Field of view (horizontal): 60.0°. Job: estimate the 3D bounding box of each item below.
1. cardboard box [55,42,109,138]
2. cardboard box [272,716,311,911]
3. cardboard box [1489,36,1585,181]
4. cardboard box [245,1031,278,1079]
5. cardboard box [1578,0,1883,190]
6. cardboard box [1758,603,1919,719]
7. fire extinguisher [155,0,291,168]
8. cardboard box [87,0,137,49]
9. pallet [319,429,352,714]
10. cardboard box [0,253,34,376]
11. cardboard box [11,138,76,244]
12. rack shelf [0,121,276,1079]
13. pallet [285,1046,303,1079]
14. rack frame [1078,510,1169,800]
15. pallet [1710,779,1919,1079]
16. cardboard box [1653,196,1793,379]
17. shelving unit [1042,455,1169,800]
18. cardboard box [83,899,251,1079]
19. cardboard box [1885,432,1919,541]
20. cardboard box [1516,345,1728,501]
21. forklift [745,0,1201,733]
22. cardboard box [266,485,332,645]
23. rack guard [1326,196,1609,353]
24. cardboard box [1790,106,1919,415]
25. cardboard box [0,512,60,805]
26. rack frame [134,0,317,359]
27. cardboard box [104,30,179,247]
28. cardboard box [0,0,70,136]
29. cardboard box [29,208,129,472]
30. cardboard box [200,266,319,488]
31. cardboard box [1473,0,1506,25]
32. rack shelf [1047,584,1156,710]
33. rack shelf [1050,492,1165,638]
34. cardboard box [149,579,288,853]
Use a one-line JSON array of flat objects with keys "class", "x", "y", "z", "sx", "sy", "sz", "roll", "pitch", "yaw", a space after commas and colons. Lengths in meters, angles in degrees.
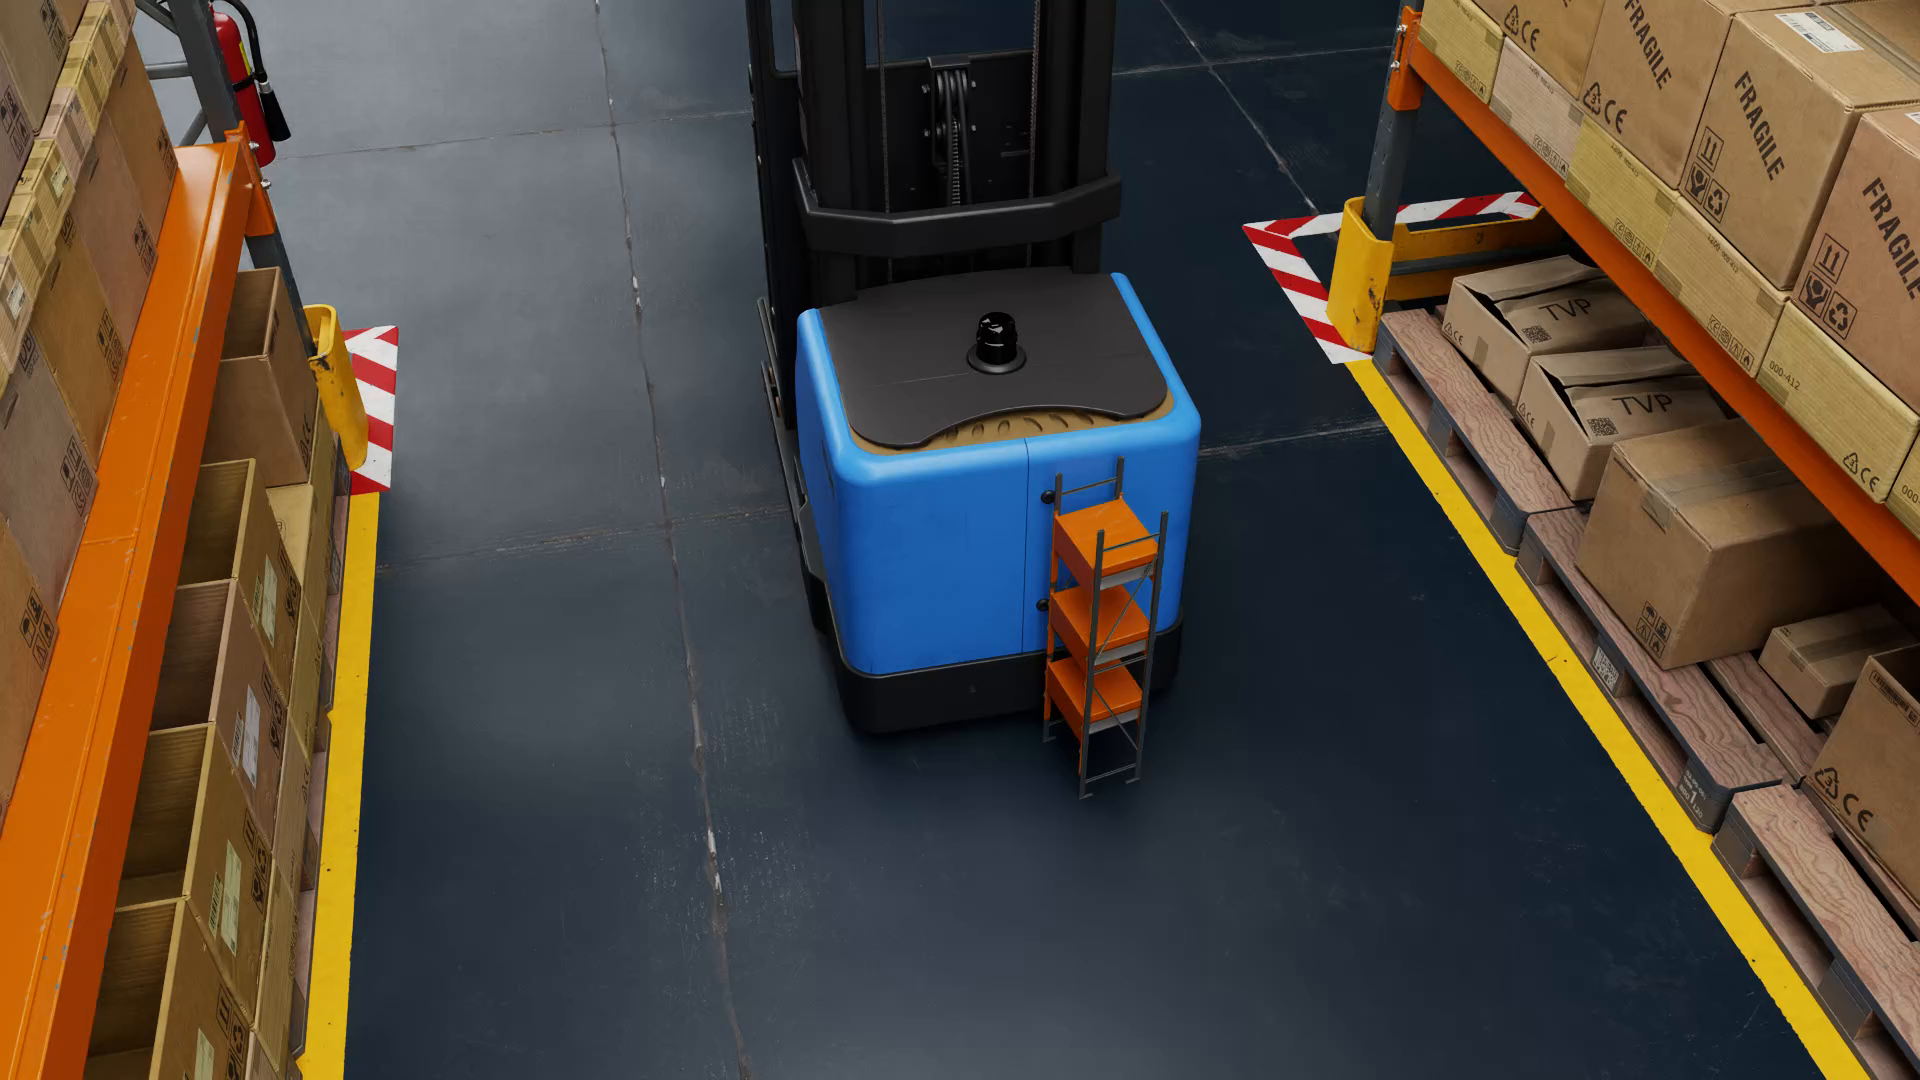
[{"class": "cardboard box", "x": -2.380, "y": -1.112, "z": 4.180, "sx": 0.380, "sy": 0.149, "sz": 0.250, "roll": -9, "pitch": 42, "yaw": -10}, {"class": "cardboard box", "x": -2.022, "y": 0.759, "z": 4.390, "sx": 0.500, "sy": 0.250, "sz": 0.500, "roll": -8, "pitch": 42, "yaw": -9}, {"class": "cardboard box", "x": 1.996, "y": -1.355, "z": 5.115, "sx": 0.500, "sy": 0.250, "sz": 0.500, "roll": -10, "pitch": 42, "yaw": -11}, {"class": "cardboard box", "x": -1.805, "y": 1.407, "z": 3.660, "sx": 0.500, "sy": 0.250, "sz": 0.500, "roll": -8, "pitch": 42, "yaw": -9}, {"class": "cardboard box", "x": 2.087, "y": -1.322, "z": 4.513, "sx": 0.500, "sy": 0.500, "sz": 0.500, "roll": -10, "pitch": 42, "yaw": -11}, {"class": "cardboard box", "x": 2.612, "y": 0.355, "z": 4.907, "sx": 0.380, "sy": 0.149, "sz": 0.250, "roll": -12, "pitch": 43, "yaw": -13}, {"class": "fire extinguisher", "x": -2.333, "y": -1.502, "z": 5.241, "sx": 0.296, "sy": 0.674, "sz": 0.183, "roll": -8, "pitch": 42, "yaw": -9}, {"class": "cardboard box", "x": -2.493, "y": -1.448, "z": 4.557, "sx": 0.380, "sy": 0.149, "sz": 0.250, "roll": -9, "pitch": 42, "yaw": -10}, {"class": "pallet", "x": -2.556, "y": 0.144, "z": 5.428, "sx": 1.003, "sy": 0.211, "sz": 1.213, "roll": -8, "pitch": 42, "yaw": -9}, {"class": "cardboard box", "x": -2.156, "y": -0.442, "z": 3.425, "sx": 0.380, "sy": 0.149, "sz": 0.250, "roll": -9, "pitch": 42, "yaw": -10}, {"class": "cardboard box", "x": -2.271, "y": -0.779, "z": 3.804, "sx": 0.380, "sy": 0.149, "sz": 0.250, "roll": -7, "pitch": 42, "yaw": -8}, {"class": "rack shelf", "x": -2.330, "y": 0.177, "z": 3.832, "sx": 1.077, "sy": 0.370, "sz": 4.000, "roll": -8, "pitch": 42, "yaw": -9}, {"class": "pallet", "x": -2.029, "y": 1.726, "z": 3.646, "sx": 1.003, "sy": 0.211, "sz": 1.213, "roll": -8, "pitch": 42, "yaw": -9}, {"class": "rack frame", "x": 0.440, "y": 0.345, "z": 4.571, "sx": 0.200, "sy": 1.050, "sz": 0.008, "roll": -16, "pitch": 44, "yaw": -17}, {"class": "pallet", "x": 2.759, "y": 1.105, "z": 4.346, "sx": 1.003, "sy": 0.211, "sz": 1.213, "roll": -8, "pitch": 42, "yaw": -9}, {"class": "cardboard box", "x": 2.207, "y": -0.696, "z": 4.373, "sx": 0.500, "sy": 0.250, "sz": 0.500, "roll": -8, "pitch": 42, "yaw": -9}, {"class": "shelving unit", "x": 0.392, "y": 0.270, "z": 4.655, "sx": 0.215, "sy": 1.050, "sz": 0.252, "roll": -16, "pitch": 44, "yaw": -17}, {"class": "cardboard box", "x": -1.808, "y": 1.127, "z": 3.411, "sx": 0.500, "sy": 0.500, "sz": 0.500, "roll": -8, "pitch": 42, "yaw": -9}, {"class": "cardboard box", "x": 2.440, "y": -0.047, "z": 3.641, "sx": 0.500, "sy": 0.250, "sz": 0.500, "roll": -8, "pitch": 42, "yaw": -9}, {"class": "cardboard box", "x": 2.259, "y": -0.428, "z": 5.667, "sx": 0.500, "sy": 0.311, "sz": 0.500, "roll": -5, "pitch": 42, "yaw": -6}, {"class": "forklift", "x": -0.132, "y": -1.505, "z": 5.238, "sx": 1.130, "sy": 2.935, "sz": 3.031, "roll": -8, "pitch": 42, "yaw": -9}, {"class": "cardboard box", "x": -2.238, "y": 0.111, "z": 5.120, "sx": 0.500, "sy": 0.250, "sz": 0.500, "roll": -8, "pitch": 42, "yaw": -9}, {"class": "rack guard", "x": 2.091, "y": -1.116, "z": 6.631, "sx": 1.175, "sy": 0.500, "sz": 0.348, "roll": -8, "pitch": 42, "yaw": -9}, {"class": "cardboard box", "x": 2.322, "y": -0.652, "z": 3.758, "sx": 0.500, "sy": 0.500, "sz": 0.500, "roll": -9, "pitch": 42, "yaw": -11}, {"class": "cardboard box", "x": -2.225, "y": 0.214, "z": 3.174, "sx": 0.700, "sy": 0.500, "sz": 0.500, "roll": -8, "pitch": 42, "yaw": -9}, {"class": "rack frame", "x": -2.762, "y": -1.388, "z": 5.054, "sx": 1.000, "sy": 3.000, "sz": 0.127, "roll": -8, "pitch": 42, "yaw": -9}, {"class": "cardboard box", "x": -2.673, "y": -1.121, "z": 4.678, "sx": 0.700, "sy": 0.500, "sz": 0.500, "roll": -8, "pitch": 42, "yaw": -9}, {"class": "cardboard box", "x": -2.543, "y": -1.232, "z": 3.825, "sx": 0.700, "sy": 0.500, "sz": 0.500, "roll": -9, "pitch": 42, "yaw": -10}, {"class": "cardboard box", "x": -2.454, "y": -0.459, "z": 3.932, "sx": 0.700, "sy": 0.500, "sz": 0.500, "roll": -8, "pitch": 42, "yaw": -9}, {"class": "cardboard box", "x": -2.355, "y": -0.492, "z": 5.235, "sx": 0.500, "sy": 0.500, "sz": 0.500, "roll": -8, "pitch": 42, "yaw": -9}, {"class": "cardboard box", "x": 1.884, "y": -1.980, "z": 5.254, "sx": 0.500, "sy": 0.500, "sz": 0.500, "roll": -8, "pitch": 42, "yaw": -9}, {"class": "rack shelf", "x": 0.392, "y": 0.278, "z": 4.662, "sx": 0.215, "sy": 0.259, "sz": 0.240, "roll": -16, "pitch": 44, "yaw": -17}, {"class": "rack shelf", "x": 0.392, "y": 0.066, "z": 4.473, "sx": 0.215, "sy": 0.259, "sz": 0.240, "roll": -16, "pitch": 44, "yaw": -17}, {"class": "cardboard box", "x": -2.018, "y": 0.478, "z": 4.142, "sx": 0.500, "sy": 0.500, "sz": 0.500, "roll": -8, "pitch": 42, "yaw": -9}]
